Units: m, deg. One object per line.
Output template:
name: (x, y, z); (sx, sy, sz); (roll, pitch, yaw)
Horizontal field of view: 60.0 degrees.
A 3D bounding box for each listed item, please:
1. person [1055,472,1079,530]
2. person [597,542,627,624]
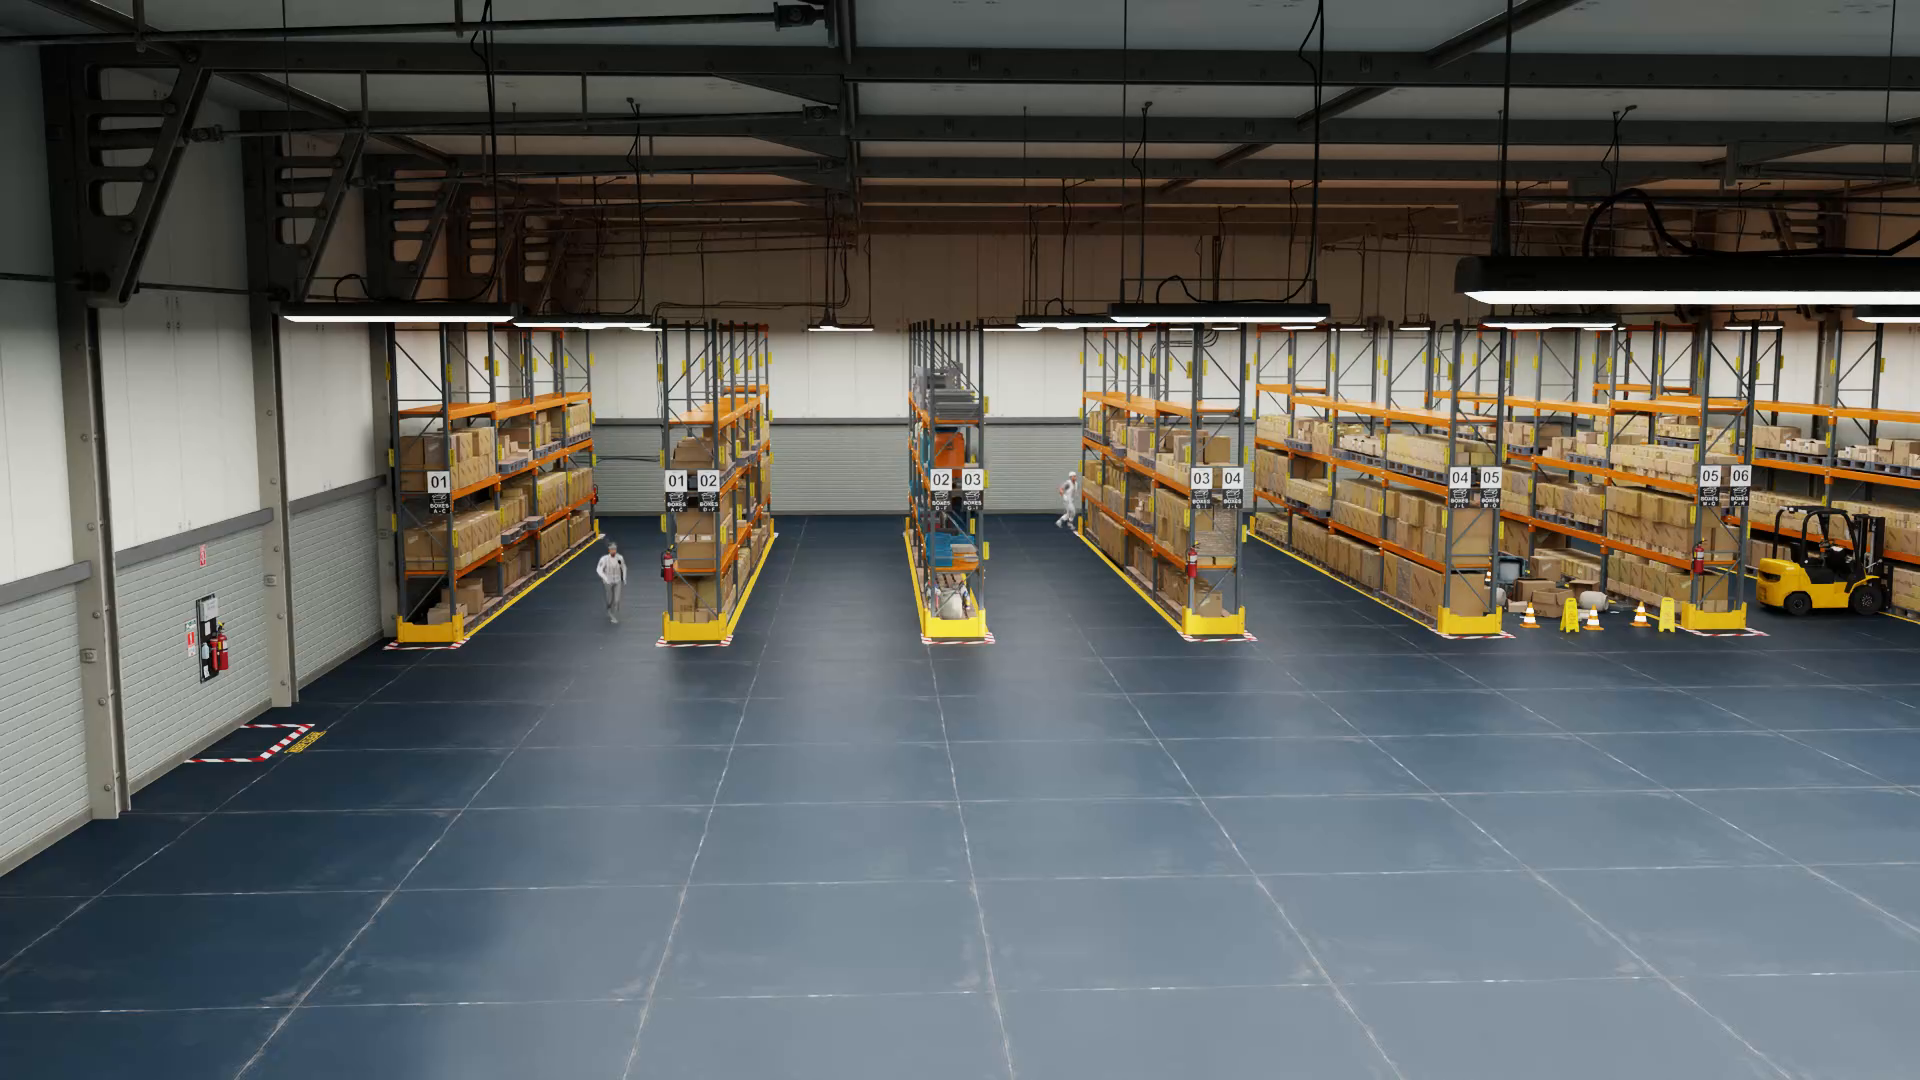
person: (3.174, -1.156, 48.847); (0.626, 1.716, 0.766); (4, 8, 26)
person: (-6.938, 0.833, 33.183); (0.613, 1.639, 0.640); (-2, 7, -19)
